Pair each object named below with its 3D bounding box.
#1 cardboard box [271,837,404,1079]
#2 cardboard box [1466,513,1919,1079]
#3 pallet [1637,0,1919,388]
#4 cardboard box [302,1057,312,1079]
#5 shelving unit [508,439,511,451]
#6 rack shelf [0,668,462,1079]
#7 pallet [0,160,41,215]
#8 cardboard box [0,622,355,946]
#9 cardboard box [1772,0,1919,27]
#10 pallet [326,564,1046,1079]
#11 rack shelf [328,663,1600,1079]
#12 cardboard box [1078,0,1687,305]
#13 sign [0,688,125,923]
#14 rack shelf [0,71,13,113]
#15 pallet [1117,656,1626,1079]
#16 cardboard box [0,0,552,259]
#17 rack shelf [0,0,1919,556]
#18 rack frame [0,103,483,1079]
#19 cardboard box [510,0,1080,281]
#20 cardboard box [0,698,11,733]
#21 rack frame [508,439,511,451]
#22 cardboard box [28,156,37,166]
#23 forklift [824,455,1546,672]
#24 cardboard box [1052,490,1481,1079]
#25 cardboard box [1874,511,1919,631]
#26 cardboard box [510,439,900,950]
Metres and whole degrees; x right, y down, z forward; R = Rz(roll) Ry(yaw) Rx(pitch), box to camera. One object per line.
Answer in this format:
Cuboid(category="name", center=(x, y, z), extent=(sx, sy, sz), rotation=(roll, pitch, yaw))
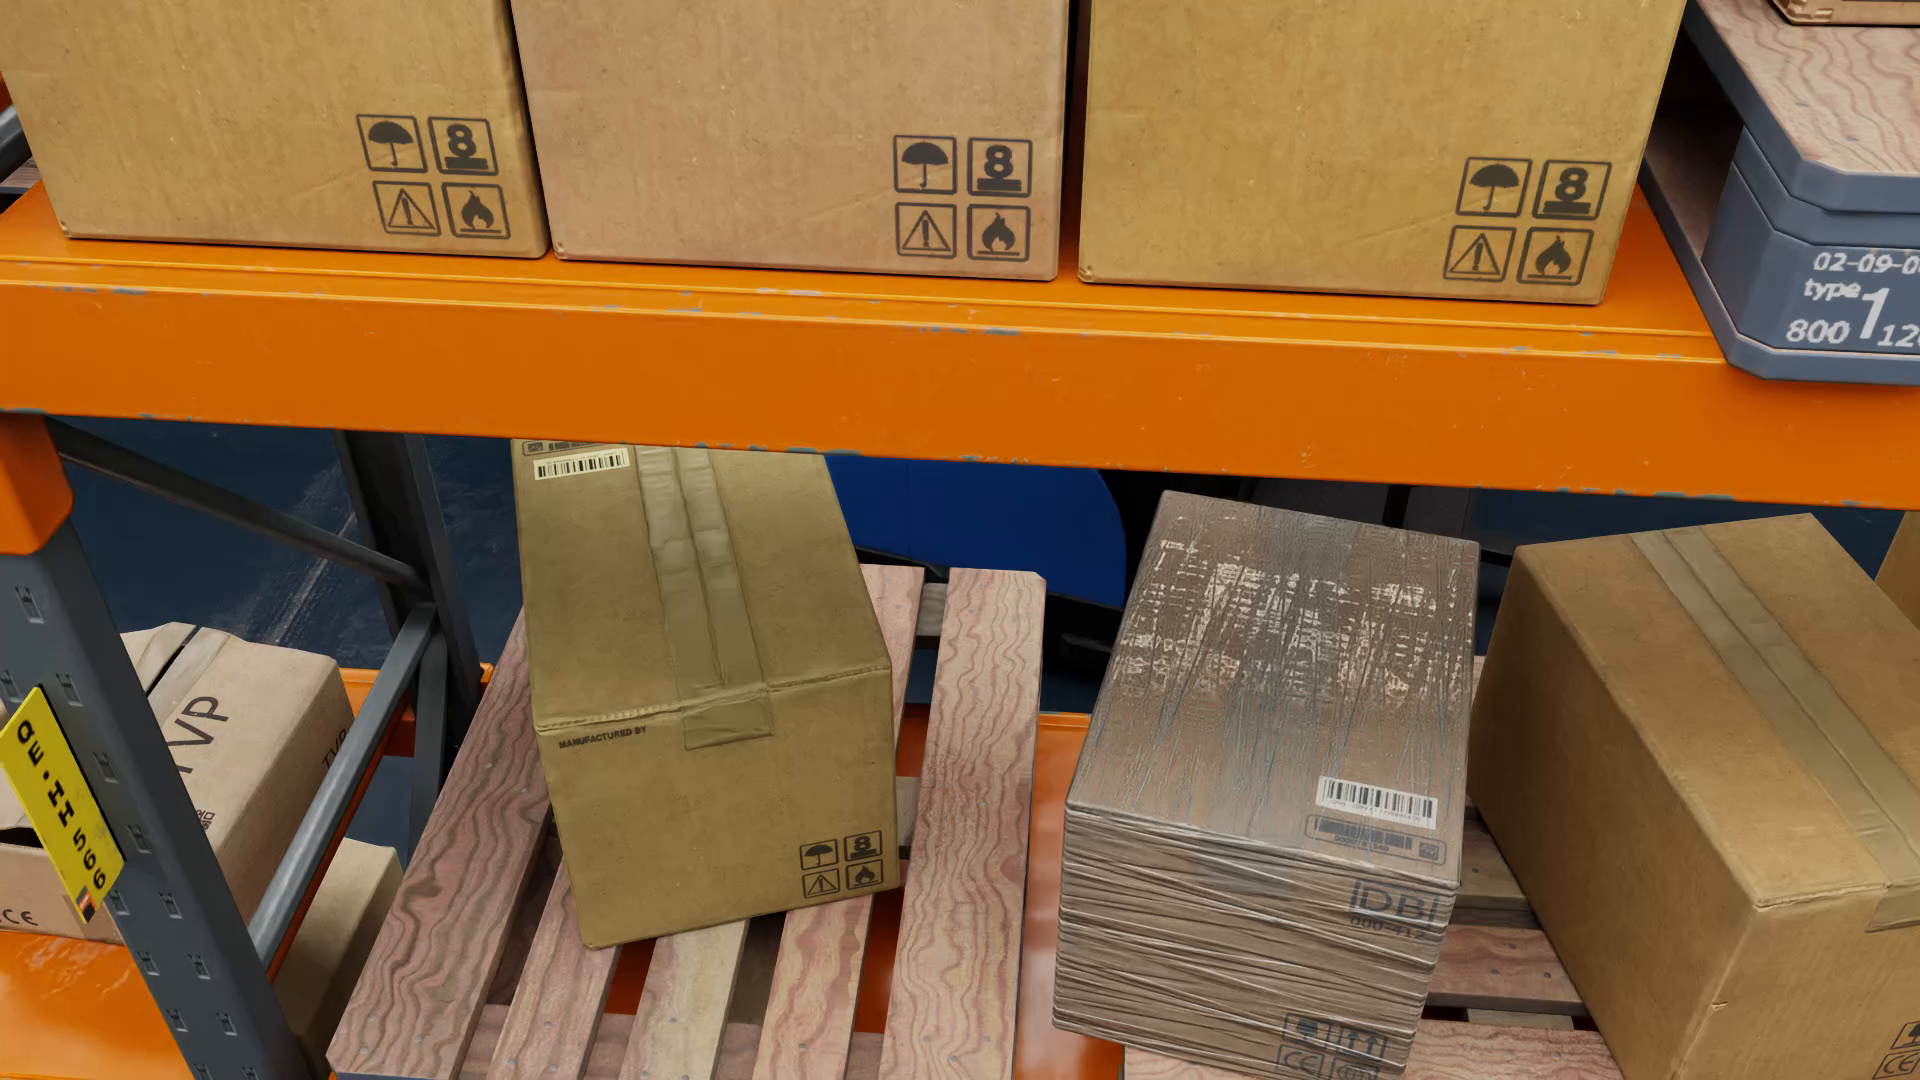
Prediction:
Cuboid(category="cardboard box", center=(-1.558, 0.904, 3.664), extent=(0.500, 0.311, 0.500), rotation=(4, 39, 5))
Cuboid(category="cardboard box", center=(1.158, 0.390, 2.483), extent=(0.500, 0.500, 0.700), rotation=(-6, 40, -8))
Cuboid(category="pallet", center=(1.246, -0.575, 1.853), extent=(1.003, 0.211, 1.213), rotation=(3, 39, 4))
Cuboid(category="cardboard box", center=(-1.605, 1.244, 3.247), extent=(0.500, 0.311, 0.500), rotation=(4, 39, 5))
Cuboid(category="shelving unit", center=(-0.947, -0.719, 5.446), extent=(1.083, 1.500, 0.587), rotation=(0, 39, 0))
Cuboid(category="rack shelf", center=(-3.054, 0.601, 3.205), extent=(4.000, 0.370, 1.077), rotation=(3, 39, 4))
Cuboid(category="pallet", center=(-3.847, -1.779, 7.769), extent=(1.213, 0.211, 1.003), rotation=(3, 39, 4))
Cuboid(category="cardboard box", center=(-1.420, 0.419, 2.930), extent=(0.500, 0.311, 0.500), rotation=(5, 39, 7))
Cuboid(category="cardboard box", center=(1.099, -0.899, 1.611), extent=(0.600, 0.600, 0.600), rotation=(2, 39, 2))
Cuboid(category="pallet", center=(-0.380, 0.499, 2.913), extent=(1.003, 0.211, 1.213), rotation=(3, 39, 4))
Cuboid(category="rack shelf", center=(0.931, 0.819, 2.937), extent=(4.000, 0.370, 1.077), rotation=(3, 39, 4))
Cuboid(category="cardboard box", center=(0.402, -0.712, 1.793), extent=(0.500, 0.500, 0.910), rotation=(3, 39, 4))
Cuboid(category="sign", center=(-1.106, 0.332, 2.049), extent=(0.005, 0.325, 0.100), rotation=(3, 39, 4))
Cuboid(category="rack shelf", center=(-3.054, -0.562, 2.258), extent=(4.000, 0.370, 1.077), rotation=(3, 39, 4))
Cuboid(category="pallet", center=(0.876, 0.609, 2.778), extent=(1.213, 0.211, 1.003), rotation=(3, 39, 4))
Cuboid(category="cardboard box", center=(-0.624, -0.768, 1.862), extent=(0.500, 0.500, 0.910), rotation=(3, 39, 4))
Cuboid(category="rack shelf", center=(0.931, -0.344, 1.990), extent=(4.000, 0.370, 1.077), rotation=(3, 39, 4))
Cuboid(category="rack frame", center=(-1.061, 0.431, 2.844), extent=(0.127, 3.000, 1.000), rotation=(3, 39, 4))
Cuboid(category="cardboard box", center=(-0.116, -0.740, 1.828), extent=(0.500, 0.500, 0.910), rotation=(3, 39, 4))
Cuboid(category="cardboard box", center=(-1.936, 0.295, 3.081), extent=(0.500, 0.311, 0.500), rotation=(3, 39, 3))
Cuboid(category="rack frame", center=(-1.464, -0.721, 5.448), extent=(0.032, 1.500, 0.500), rotation=(0, 39, 0))
Cuboid(category="cardboard box", center=(-3.888, -2.074, 7.553), extent=(0.500, 0.500, 0.700), rotation=(4, 39, 5))
Cuboid(category="forklift", center=(1.092, -0.895, 4.528), extent=(3.031, 2.935, 1.130), rotation=(13, 41, 15))
Cuboid(category="cardboard box", center=(0.470, 0.363, 2.516), extent=(0.500, 0.500, 0.700), rotation=(10, 40, 12))
Cuboid(category="cardboard box", center=(1.780, 0.284, 2.614), extent=(0.500, 0.500, 0.700), rotation=(9, 40, 11))
Cuboid(category="cardboard box", center=(-0.424, 0.193, 2.725), extent=(0.500, 0.500, 0.700), rotation=(-9, 40, -11))
